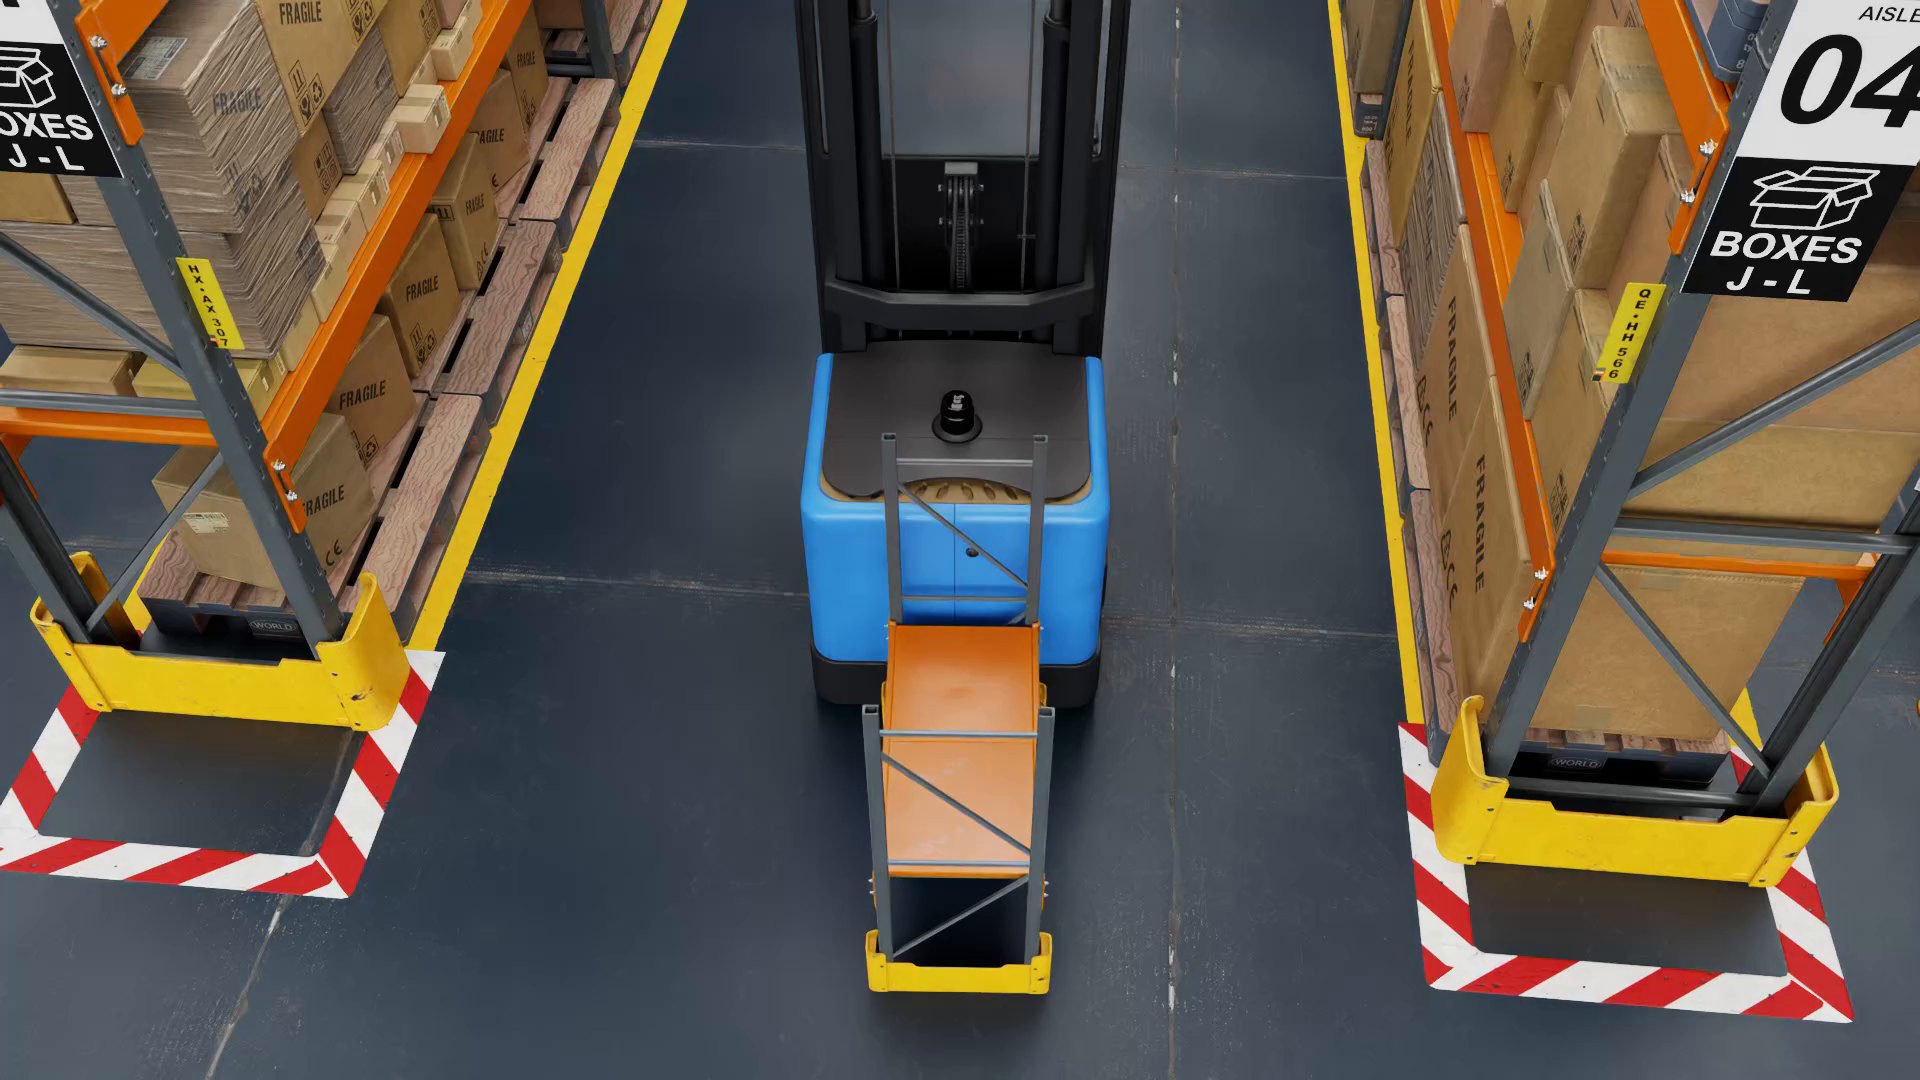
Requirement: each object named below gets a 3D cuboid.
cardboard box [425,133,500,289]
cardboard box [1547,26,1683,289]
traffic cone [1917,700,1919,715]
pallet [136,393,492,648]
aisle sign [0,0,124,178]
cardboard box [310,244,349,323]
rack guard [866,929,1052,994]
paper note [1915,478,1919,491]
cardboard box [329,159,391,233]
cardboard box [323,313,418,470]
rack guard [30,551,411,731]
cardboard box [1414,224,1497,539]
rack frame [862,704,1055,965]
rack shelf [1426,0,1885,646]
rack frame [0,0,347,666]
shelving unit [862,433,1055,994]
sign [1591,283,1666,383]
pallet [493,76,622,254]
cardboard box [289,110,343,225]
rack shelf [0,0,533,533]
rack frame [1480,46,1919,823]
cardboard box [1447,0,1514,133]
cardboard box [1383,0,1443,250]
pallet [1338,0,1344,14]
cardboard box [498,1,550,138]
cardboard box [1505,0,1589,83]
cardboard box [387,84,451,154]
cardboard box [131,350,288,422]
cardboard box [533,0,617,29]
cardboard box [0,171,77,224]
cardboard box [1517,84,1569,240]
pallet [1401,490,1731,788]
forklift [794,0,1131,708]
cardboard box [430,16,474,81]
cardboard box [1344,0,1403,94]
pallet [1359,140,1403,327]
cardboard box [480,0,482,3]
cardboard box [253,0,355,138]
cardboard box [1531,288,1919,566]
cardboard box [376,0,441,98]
[{"bbox_3d":[-2.415,-1.479,7.480,0.500,0.500,0.500,0,48,0],"label":"cardboard box"},{"bbox_3d":[2.281,-1.104,4.893,0.875,0.550,0.550,4,48,4],"label":"cardboard box"},{"bbox_3d":[3.712,0.553,5.930,0.336,0.463,0.334,4,48,4],"label":"traffic cone"},{"bbox_3d":[-2.564,-0.125,6.722,1.003,0.211,1.213,4,48,4],"label":"pallet"},{"bbox_3d":[-2.387,-1.228,4.078,0.394,0.787,0.004,4,48,4],"label":"aisle sign"},{"bbox_3d":[-2.337,-0.890,5.701,0.380,0.149,0.250,4,48,4],"label":"cardboard box"},{"bbox_3d":[-0.004,1.356,5.340,0.587,0.250,0.087,1,48,1],"label":"rack guard"},{"bbox_3d":[4.031,-0.243,6.966,0.032,0.001,0.123,28,53,23],"label":"paper note"},{"bbox_3d":[-2.305,-1.258,6.038,0.380,0.149,0.250,4,48,4],"label":"cardboard box"},{"bbox_3d":[-2.586,-0.613,6.688,0.500,0.500,0.500,15,49,14],"label":"cardboard box"},{"bbox_3d":[-2.673,0.372,6.071,1.175,0.500,0.348,4,48,4],"label":"rack guard"},{"bbox_3d":[2.324,-0.582,6.405,0.875,0.875,0.875,3,48,3],"label":"cardboard box"},{"bbox_3d":[-0.004,0.949,4.866,0.500,1.500,0.032,1,48,1],"label":"rack frame"},{"bbox_3d":[2.432,-1.235,6.334,1.077,0.370,4.000,4,48,4],"label":"rack shelf"},{"bbox_3d":[-2.680,-0.416,5.098,1.000,3.000,0.127,4,48,4],"label":"rack frame"},{"bbox_3d":[0.005,0.567,5.215,0.587,1.500,1.083,1,48,1],"label":"shelving unit"},{"bbox_3d":[1.711,-0.526,4.253,0.100,0.325,0.005,4,48,4],"label":"sign"},{"bbox_3d":[-2.342,-1.918,8.361,1.003,0.211,1.213,4,48,4],"label":"pallet"},{"bbox_3d":[-2.677,-1.328,5.662,0.875,0.500,0.500,4,48,4],"label":"cardboard box"},{"bbox_3d":[-2.498,-1.643,6.707,1.077,0.370,4.000,4,48,4],"label":"rack shelf"},{"bbox_3d":[2.250,-0.008,4.725,1.000,3.000,0.127,4,48,4],"label":"rack frame"},{"bbox_3d":[2.399,-1.932,6.382,0.875,0.550,0.550,4,48,4],"label":"cardboard box"},{"bbox_3d":[2.487,-1.915,7.624,0.875,0.875,0.875,5,48,4],"label":"cardboard box"},{"bbox_3d":[2.718,-3.477,9.787,1.003,0.211,1.213,4,48,4],"label":"pallet"},{"bbox_3d":[-2.392,-2.362,8.287,0.500,0.500,0.500,3,48,2],"label":"cardboard box"},{"bbox_3d":[2.386,-1.904,5.625,0.875,0.550,0.500,4,48,4],"label":"cardboard box"},{"bbox_3d":[-2.184,-1.620,6.369,0.380,0.149,0.250,4,48,4],"label":"cardboard box"},{"bbox_3d":[-2.417,-0.525,5.367,0.380,0.149,0.250,4,48,4],"label":"cardboard box"},{"bbox_3d":[-2.238,-3.110,8.957,0.700,0.500,0.500,1,48,1],"label":"cardboard box"},{"bbox_3d":[-2.876,-1.308,4.967,0.500,0.500,0.500,4,48,4],"label":"cardboard box"},{"bbox_3d":[2.443,-1.143,5.661,0.875,0.550,0.550,4,48,4],"label":"cardboard box"},{"bbox_3d":[2.245,0.340,6.296,1.003,0.211,1.213,4,48,4],"label":"pallet"},{"bbox_3d":[0.013,-1.450,6.090,1.130,2.935,3.031,1,48,1],"label":"forklift"},{"bbox_3d":[-2.194,-1.992,6.709,0.380,0.149,0.250,4,48,4],"label":"cardboard box"},{"bbox_3d":[2.581,-2.792,8.511,1.050,0.750,0.750,4,48,3],"label":"cardboard box"},{"bbox_3d":[2.467,-1.453,7.936,1.003,0.211,1.213,4,48,4],"label":"pallet"},{"bbox_3d":[-2.223,-2.364,7.050,0.380,0.149,0.250,4,48,4],"label":"cardboard box"},{"bbox_3d":[-2.306,-1.640,5.271,0.500,0.500,0.500,4,48,4],"label":"cardboard box"},{"bbox_3d":[2.239,-0.335,4.922,0.875,0.550,0.550,4,48,4],"label":"cardboard box"},{"bbox_3d":[-2.531,-2.059,6.331,0.875,0.500,0.500,4,48,4],"label":"cardboard box"}]
